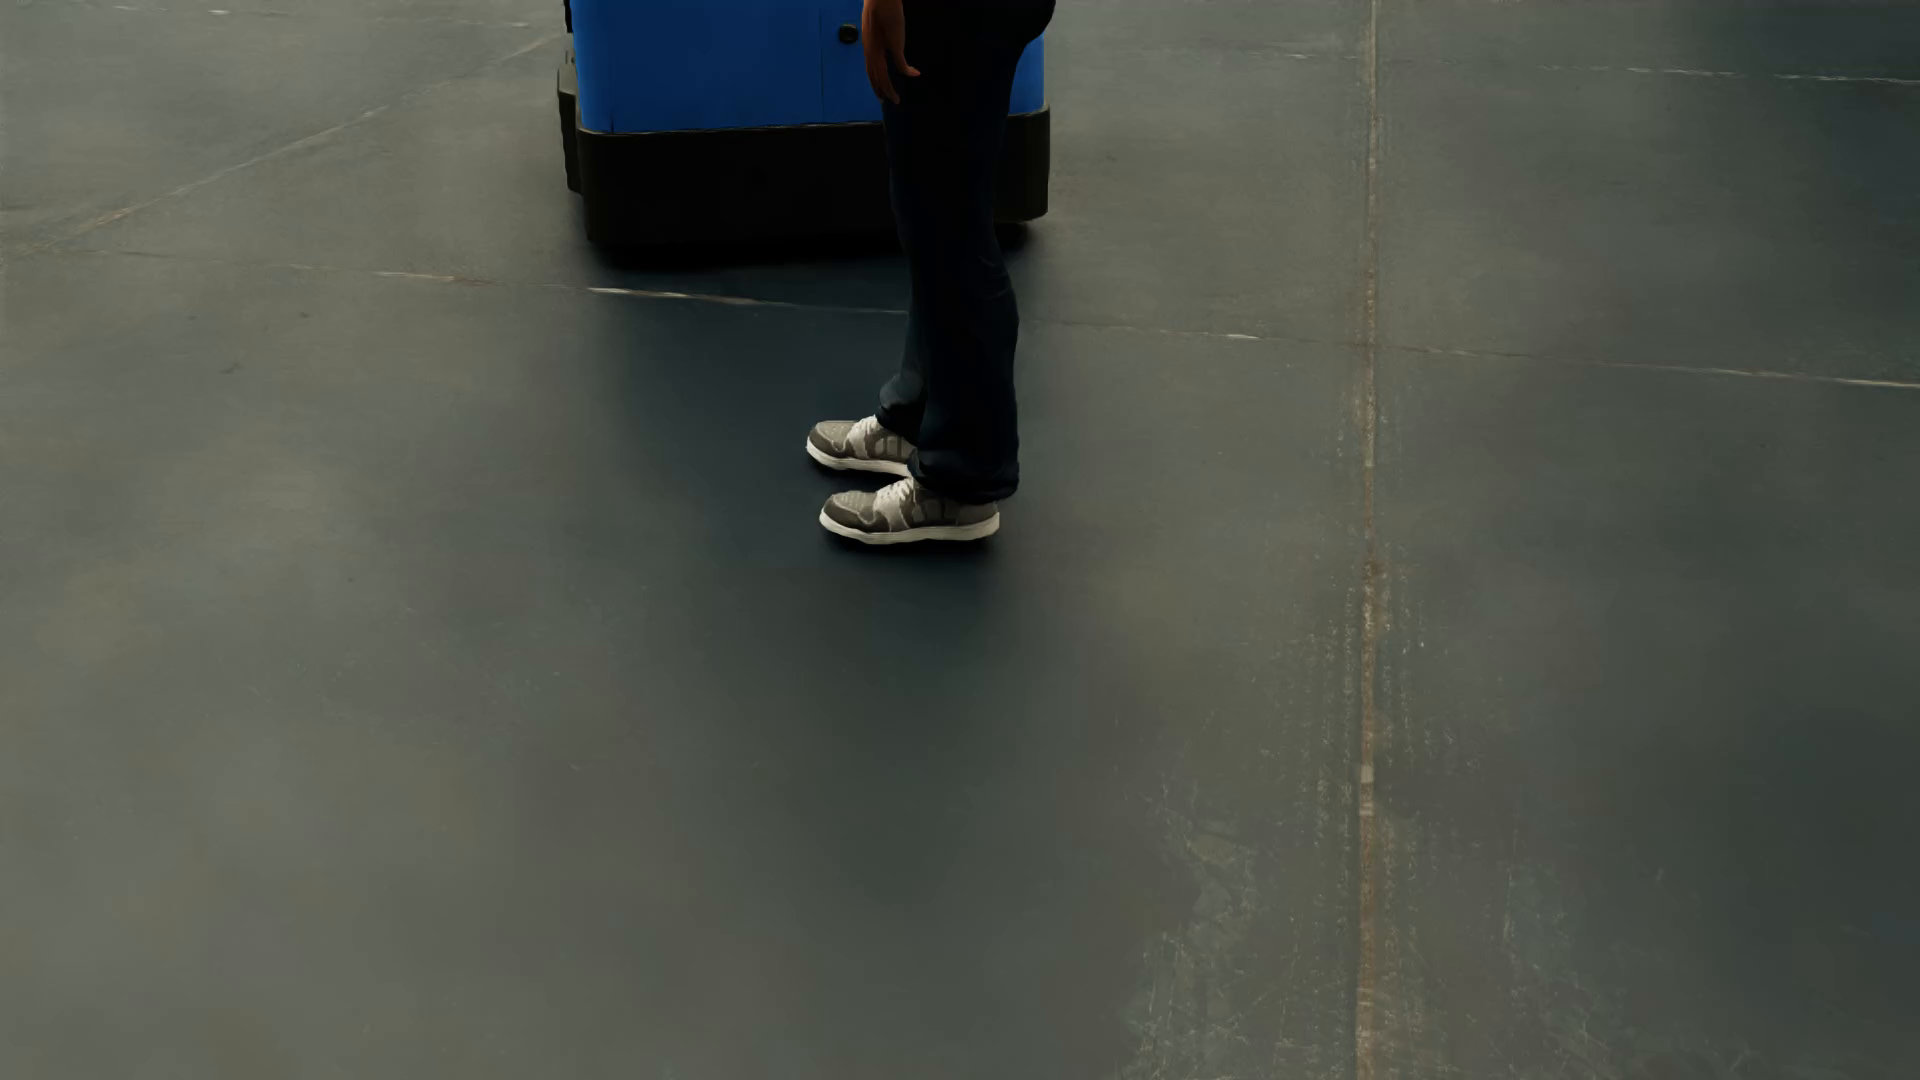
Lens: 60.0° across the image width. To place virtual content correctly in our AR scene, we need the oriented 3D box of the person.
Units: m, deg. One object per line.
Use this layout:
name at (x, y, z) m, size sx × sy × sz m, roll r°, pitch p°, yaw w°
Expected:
person at (-0.069, -0.726, 2.167) m, size 0.474 × 1.583 × 0.520 m, roll 6°, pitch 27°, yaw 11°

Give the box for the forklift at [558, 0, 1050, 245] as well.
forklift at (-0.605, -2.591, 4.383) m, size 1.130 × 2.935 × 3.031 m, roll -5°, pitch 27°, yaw -11°
